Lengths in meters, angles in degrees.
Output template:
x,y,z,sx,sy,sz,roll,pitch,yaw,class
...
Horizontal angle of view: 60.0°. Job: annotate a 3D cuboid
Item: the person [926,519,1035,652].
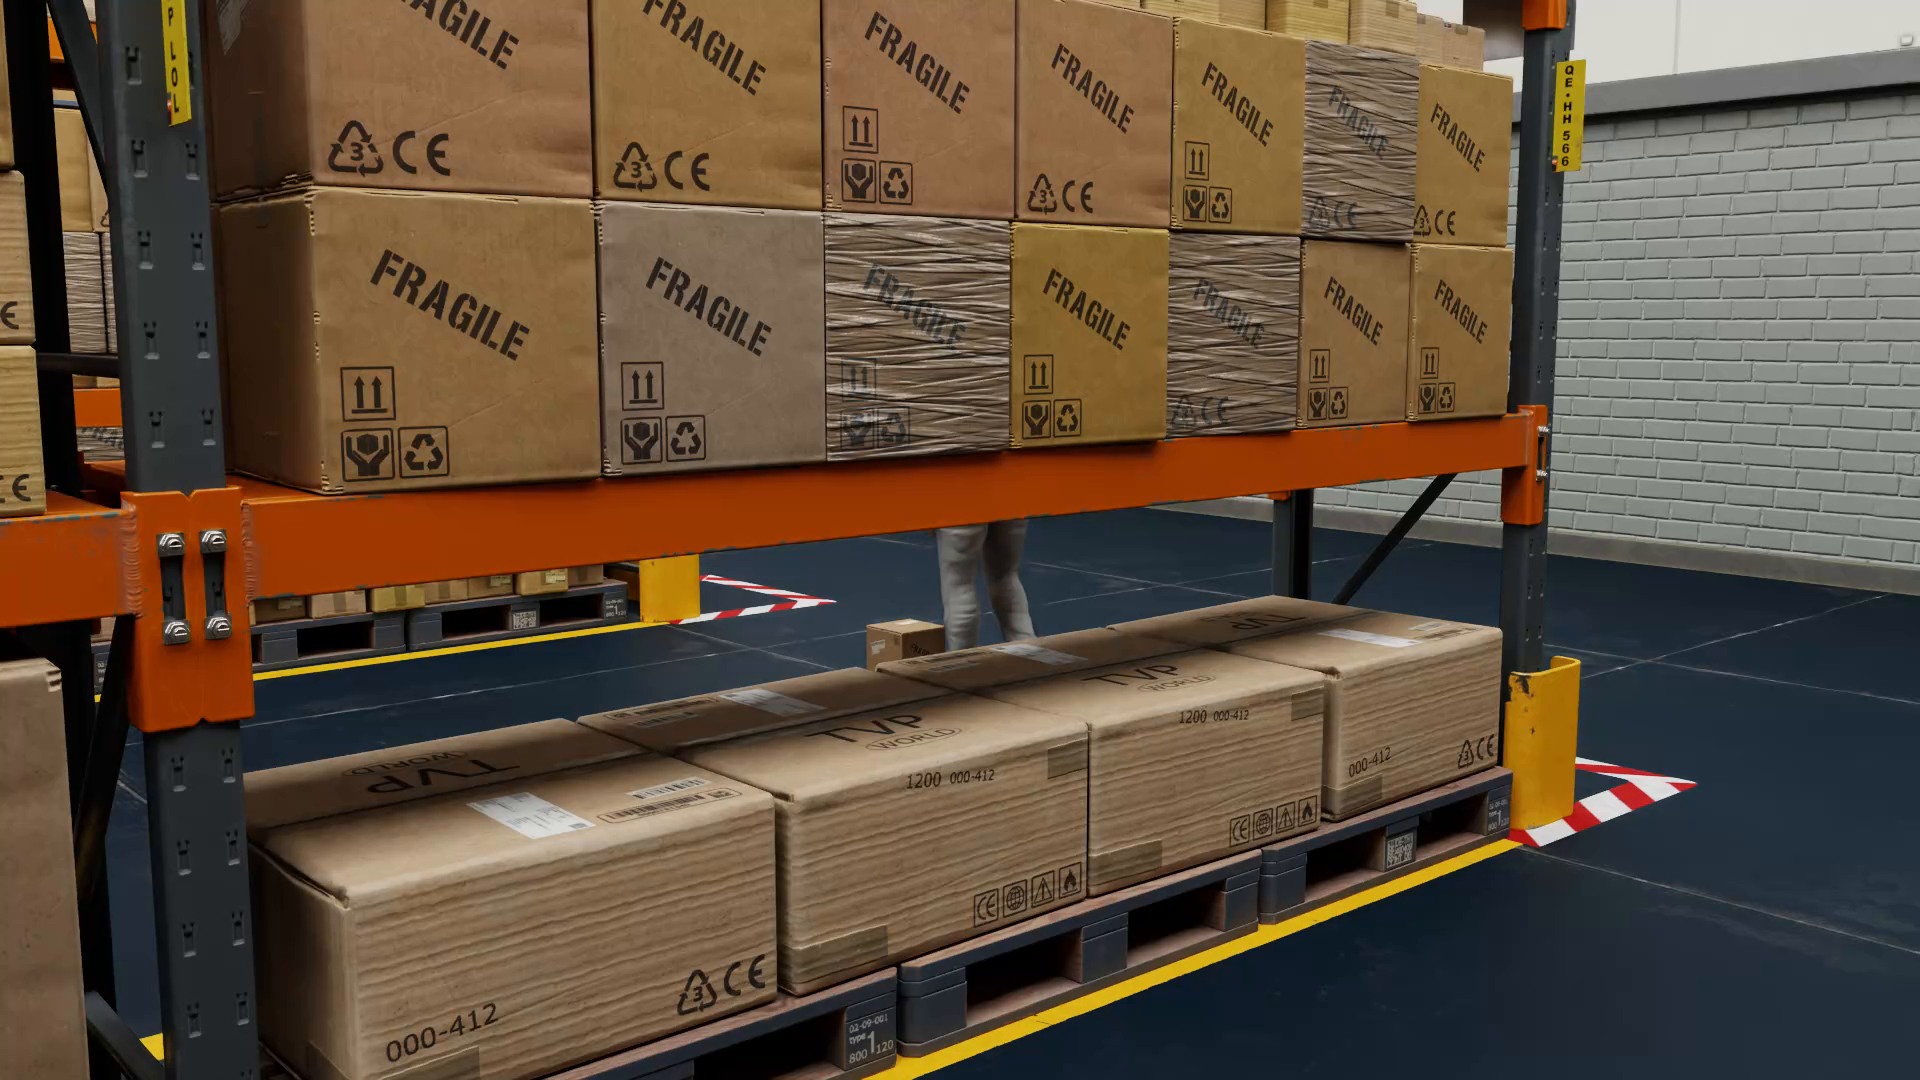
x,y,z,sx,sy,sz,roll,pitch,yaw,class
0.088,-0.142,6.921,0.516,1.718,0.393,-5,9,-33,person
